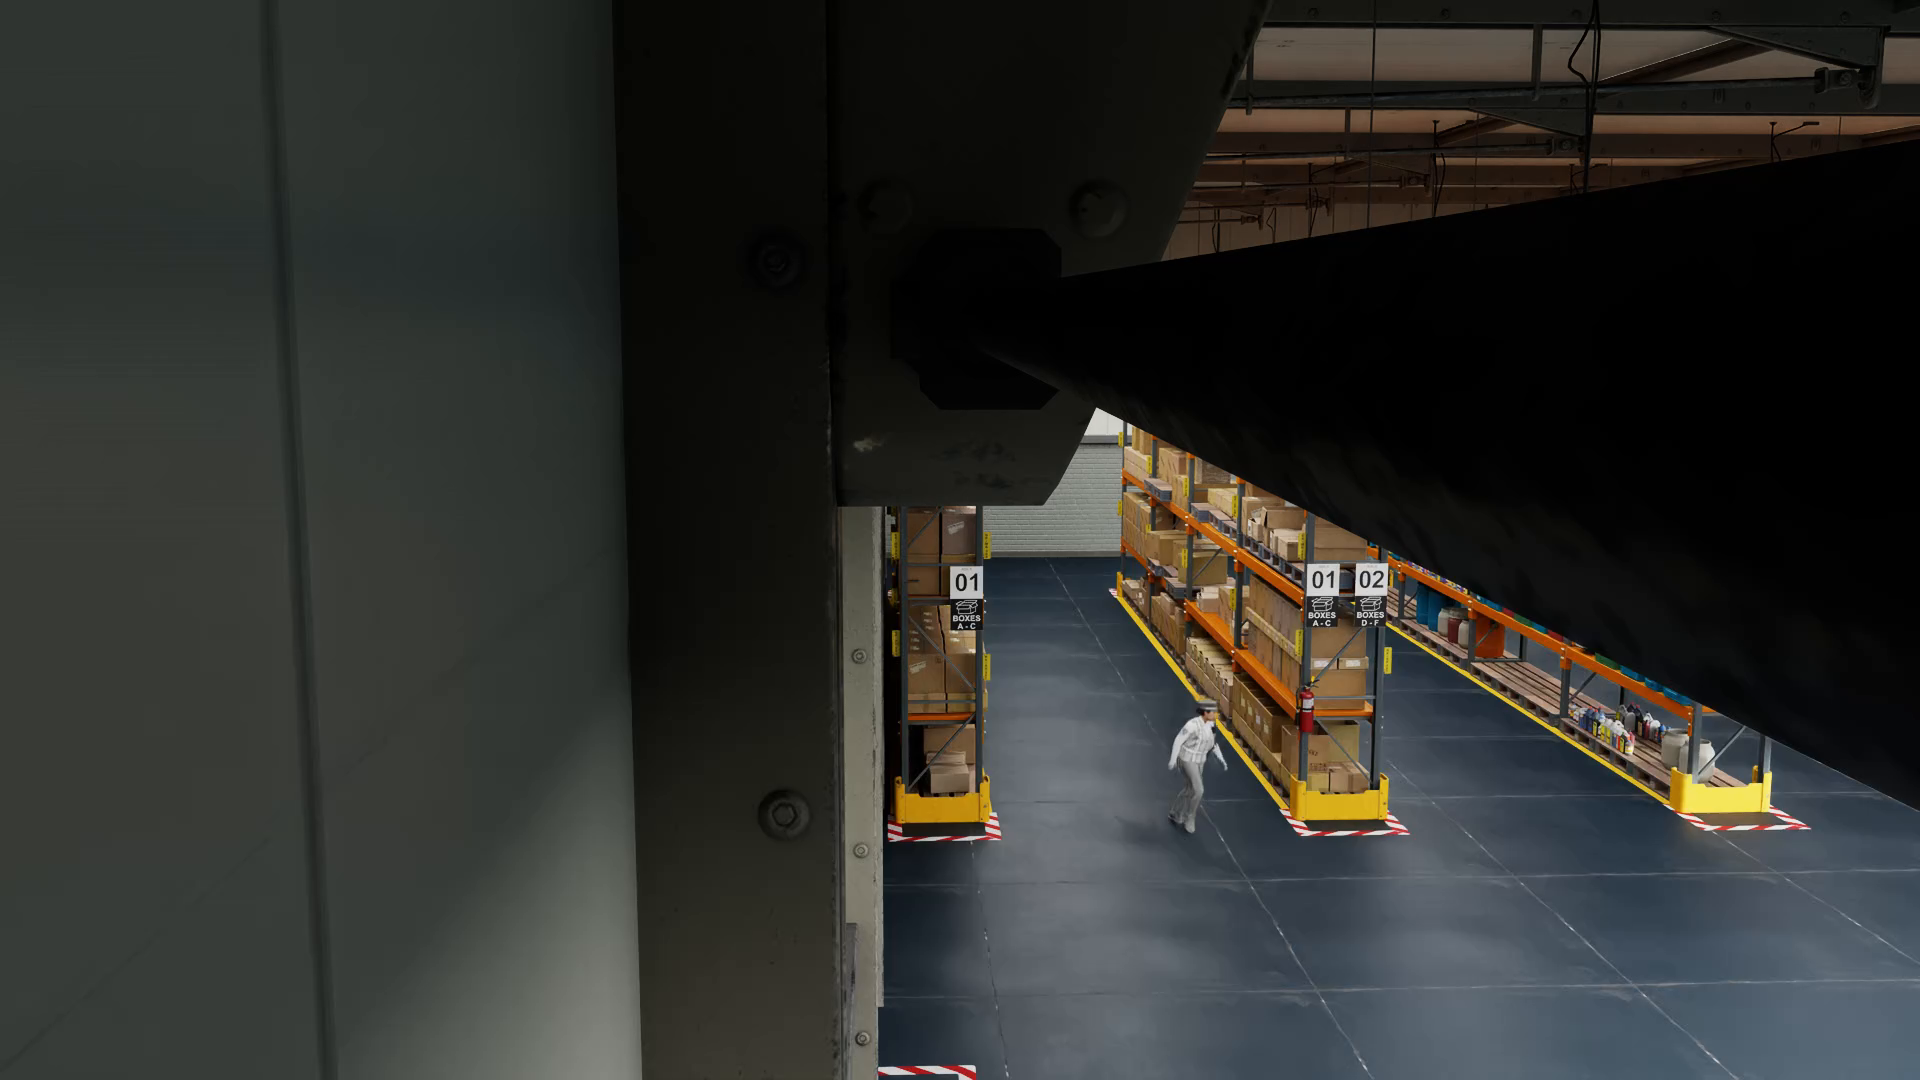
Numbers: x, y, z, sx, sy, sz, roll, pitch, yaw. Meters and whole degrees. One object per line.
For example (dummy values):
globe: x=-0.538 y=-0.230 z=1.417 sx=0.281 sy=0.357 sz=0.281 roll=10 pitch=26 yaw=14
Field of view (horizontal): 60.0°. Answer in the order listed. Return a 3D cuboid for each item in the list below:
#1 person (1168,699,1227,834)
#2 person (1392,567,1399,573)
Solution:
person: x=2.849 y=2.712 z=20.257 sx=0.710 sy=1.621 sz=0.592 roll=8 pitch=11 yaw=44
person: x=10.560 y=-0.006 z=39.615 sx=0.874 sy=1.576 sz=0.687 roll=5 pitch=9 yaw=29
